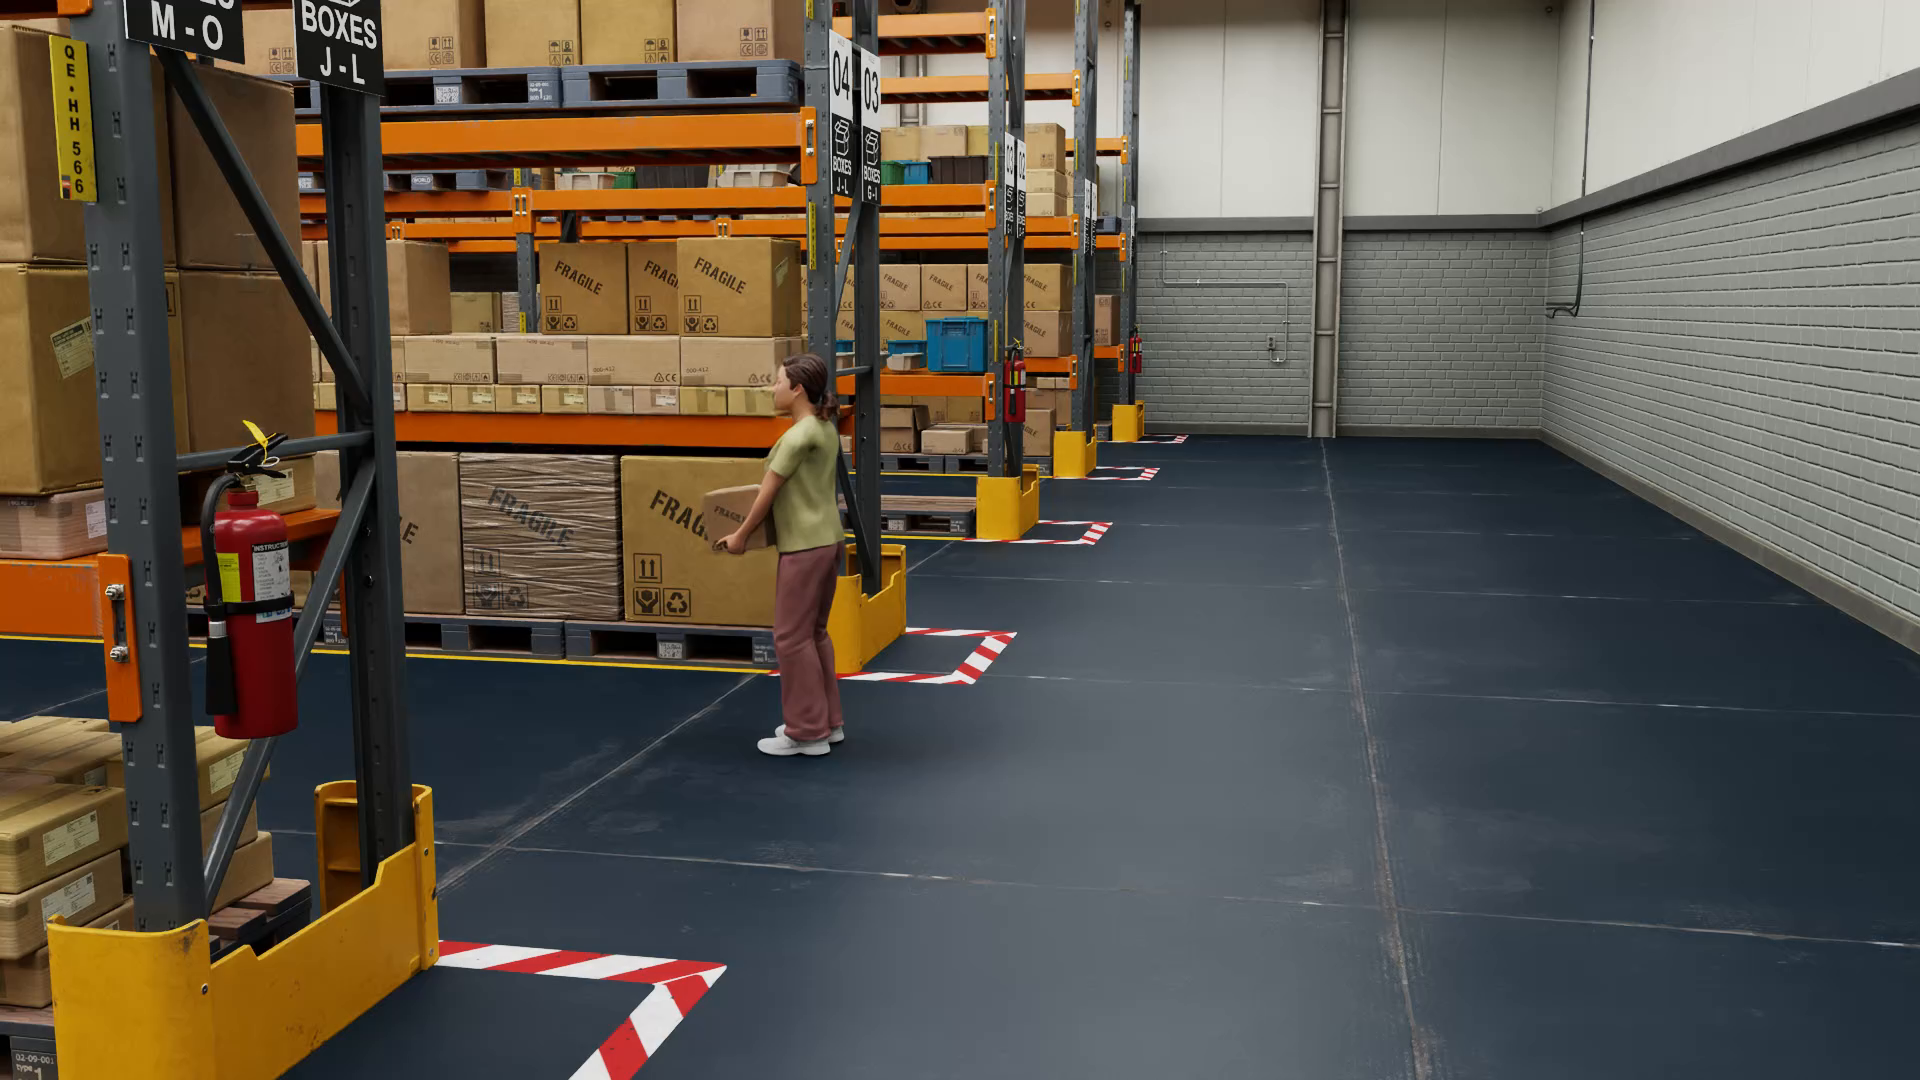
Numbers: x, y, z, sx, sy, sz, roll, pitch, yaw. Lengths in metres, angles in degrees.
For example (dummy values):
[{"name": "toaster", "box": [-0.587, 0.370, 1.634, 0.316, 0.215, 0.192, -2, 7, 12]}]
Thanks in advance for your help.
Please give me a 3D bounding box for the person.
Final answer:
[{"name": "person", "box": [-0.735, 0.058, 6.963, 0.514, 1.666, 0.406, 1, 8, 10]}]
